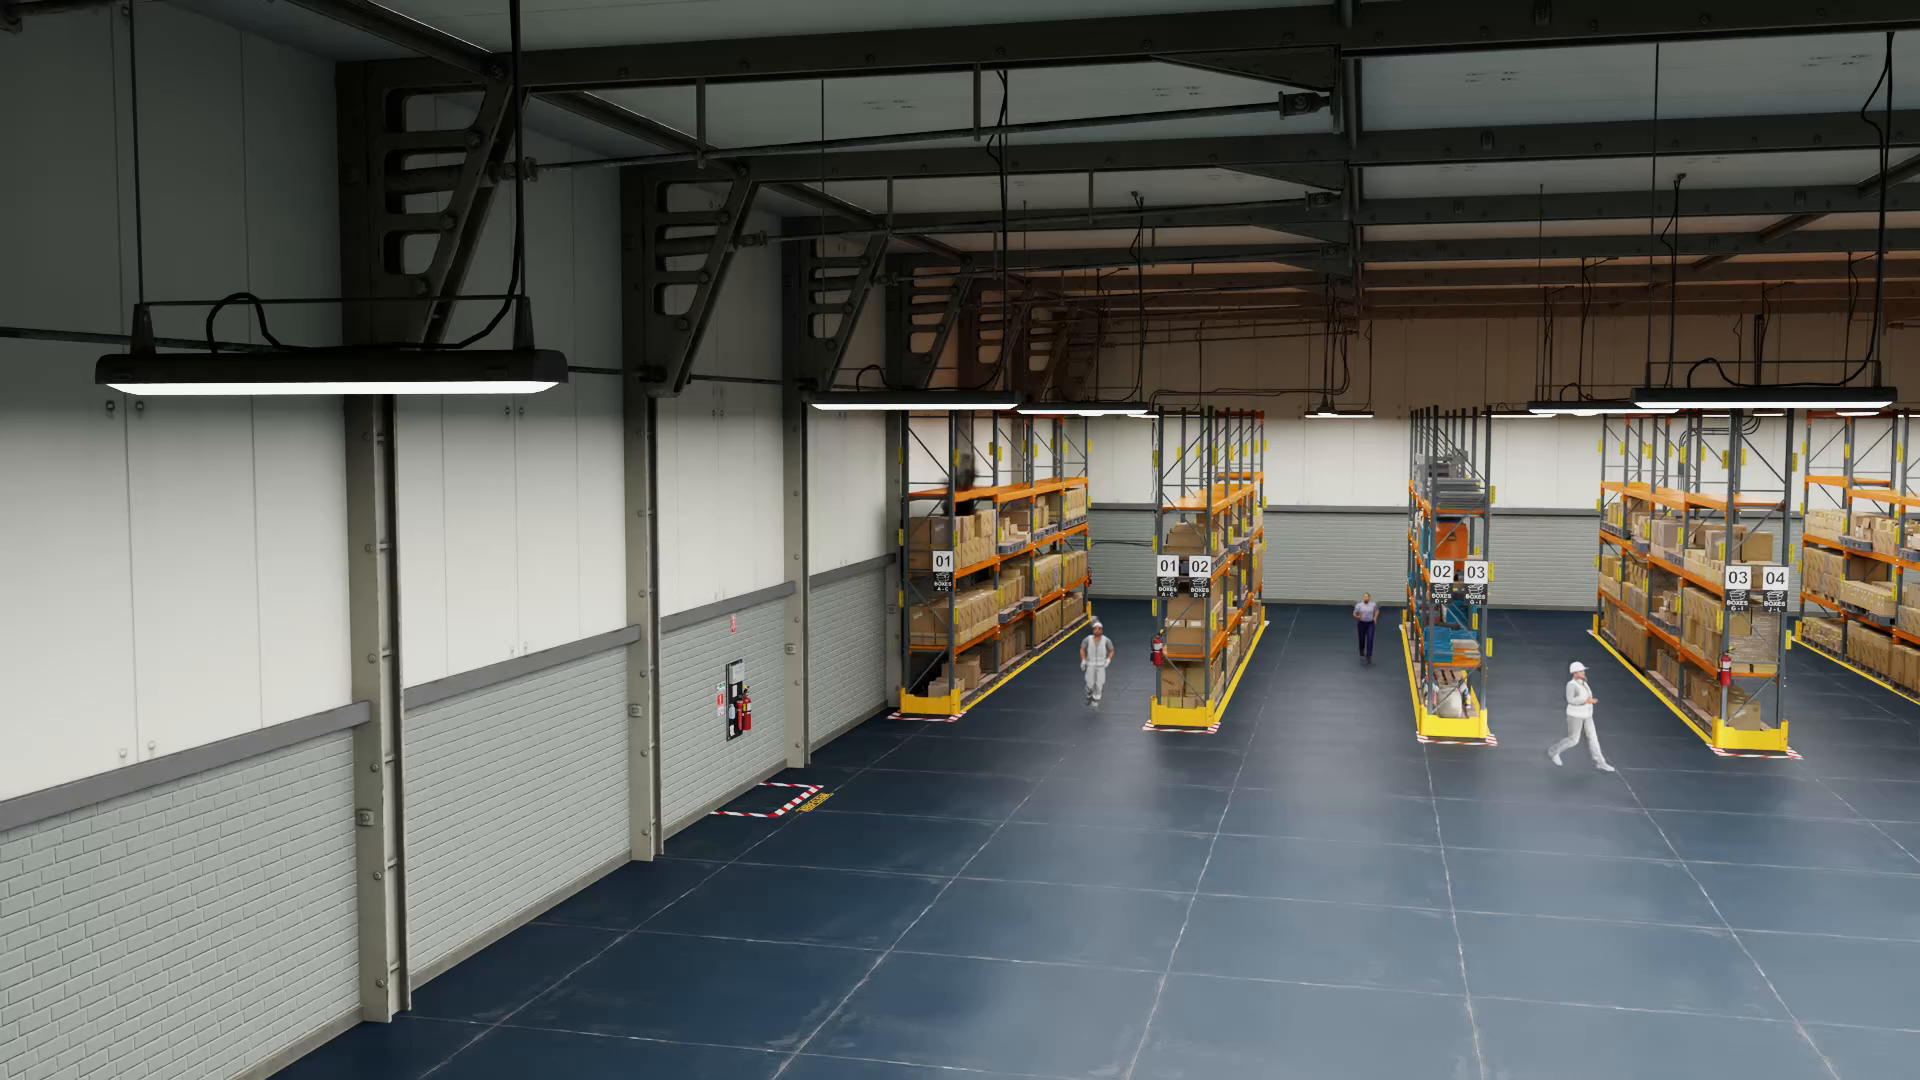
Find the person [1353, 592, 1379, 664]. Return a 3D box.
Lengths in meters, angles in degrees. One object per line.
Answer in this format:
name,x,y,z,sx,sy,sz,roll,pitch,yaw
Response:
person,9.655,2.073,39.545,0.610,1.625,0.920,1,4,10

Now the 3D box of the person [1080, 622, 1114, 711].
person,2.685,2.465,32.504,0.664,1.741,0.573,0,4,3

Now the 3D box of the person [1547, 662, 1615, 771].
person,10.160,2.860,27.154,0.666,1.727,1.065,-3,5,-40
